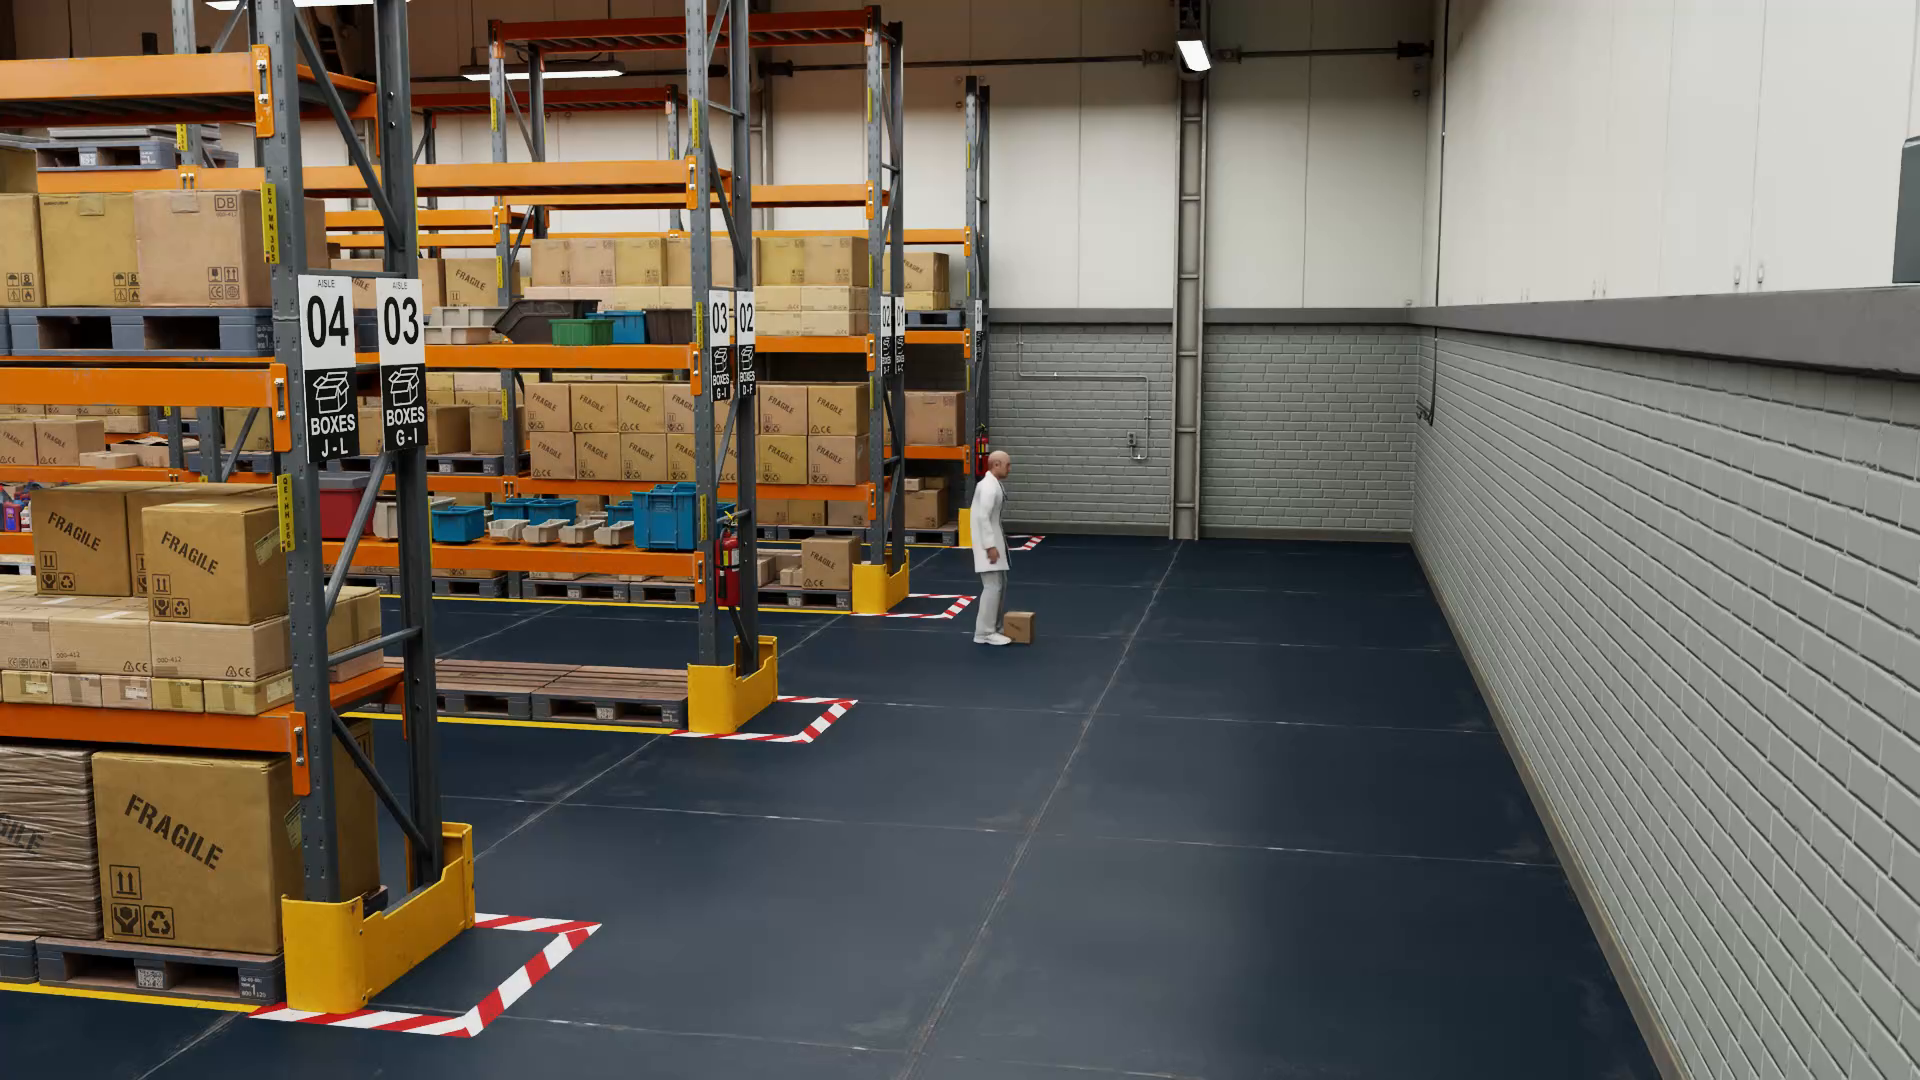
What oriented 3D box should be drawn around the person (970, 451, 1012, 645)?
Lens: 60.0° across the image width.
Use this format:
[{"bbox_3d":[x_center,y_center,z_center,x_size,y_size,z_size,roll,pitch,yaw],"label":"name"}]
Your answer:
[{"bbox_3d":[0.308,0.056,15.464,0.428,1.772,0.641,1,8,9],"label":"person"}]
